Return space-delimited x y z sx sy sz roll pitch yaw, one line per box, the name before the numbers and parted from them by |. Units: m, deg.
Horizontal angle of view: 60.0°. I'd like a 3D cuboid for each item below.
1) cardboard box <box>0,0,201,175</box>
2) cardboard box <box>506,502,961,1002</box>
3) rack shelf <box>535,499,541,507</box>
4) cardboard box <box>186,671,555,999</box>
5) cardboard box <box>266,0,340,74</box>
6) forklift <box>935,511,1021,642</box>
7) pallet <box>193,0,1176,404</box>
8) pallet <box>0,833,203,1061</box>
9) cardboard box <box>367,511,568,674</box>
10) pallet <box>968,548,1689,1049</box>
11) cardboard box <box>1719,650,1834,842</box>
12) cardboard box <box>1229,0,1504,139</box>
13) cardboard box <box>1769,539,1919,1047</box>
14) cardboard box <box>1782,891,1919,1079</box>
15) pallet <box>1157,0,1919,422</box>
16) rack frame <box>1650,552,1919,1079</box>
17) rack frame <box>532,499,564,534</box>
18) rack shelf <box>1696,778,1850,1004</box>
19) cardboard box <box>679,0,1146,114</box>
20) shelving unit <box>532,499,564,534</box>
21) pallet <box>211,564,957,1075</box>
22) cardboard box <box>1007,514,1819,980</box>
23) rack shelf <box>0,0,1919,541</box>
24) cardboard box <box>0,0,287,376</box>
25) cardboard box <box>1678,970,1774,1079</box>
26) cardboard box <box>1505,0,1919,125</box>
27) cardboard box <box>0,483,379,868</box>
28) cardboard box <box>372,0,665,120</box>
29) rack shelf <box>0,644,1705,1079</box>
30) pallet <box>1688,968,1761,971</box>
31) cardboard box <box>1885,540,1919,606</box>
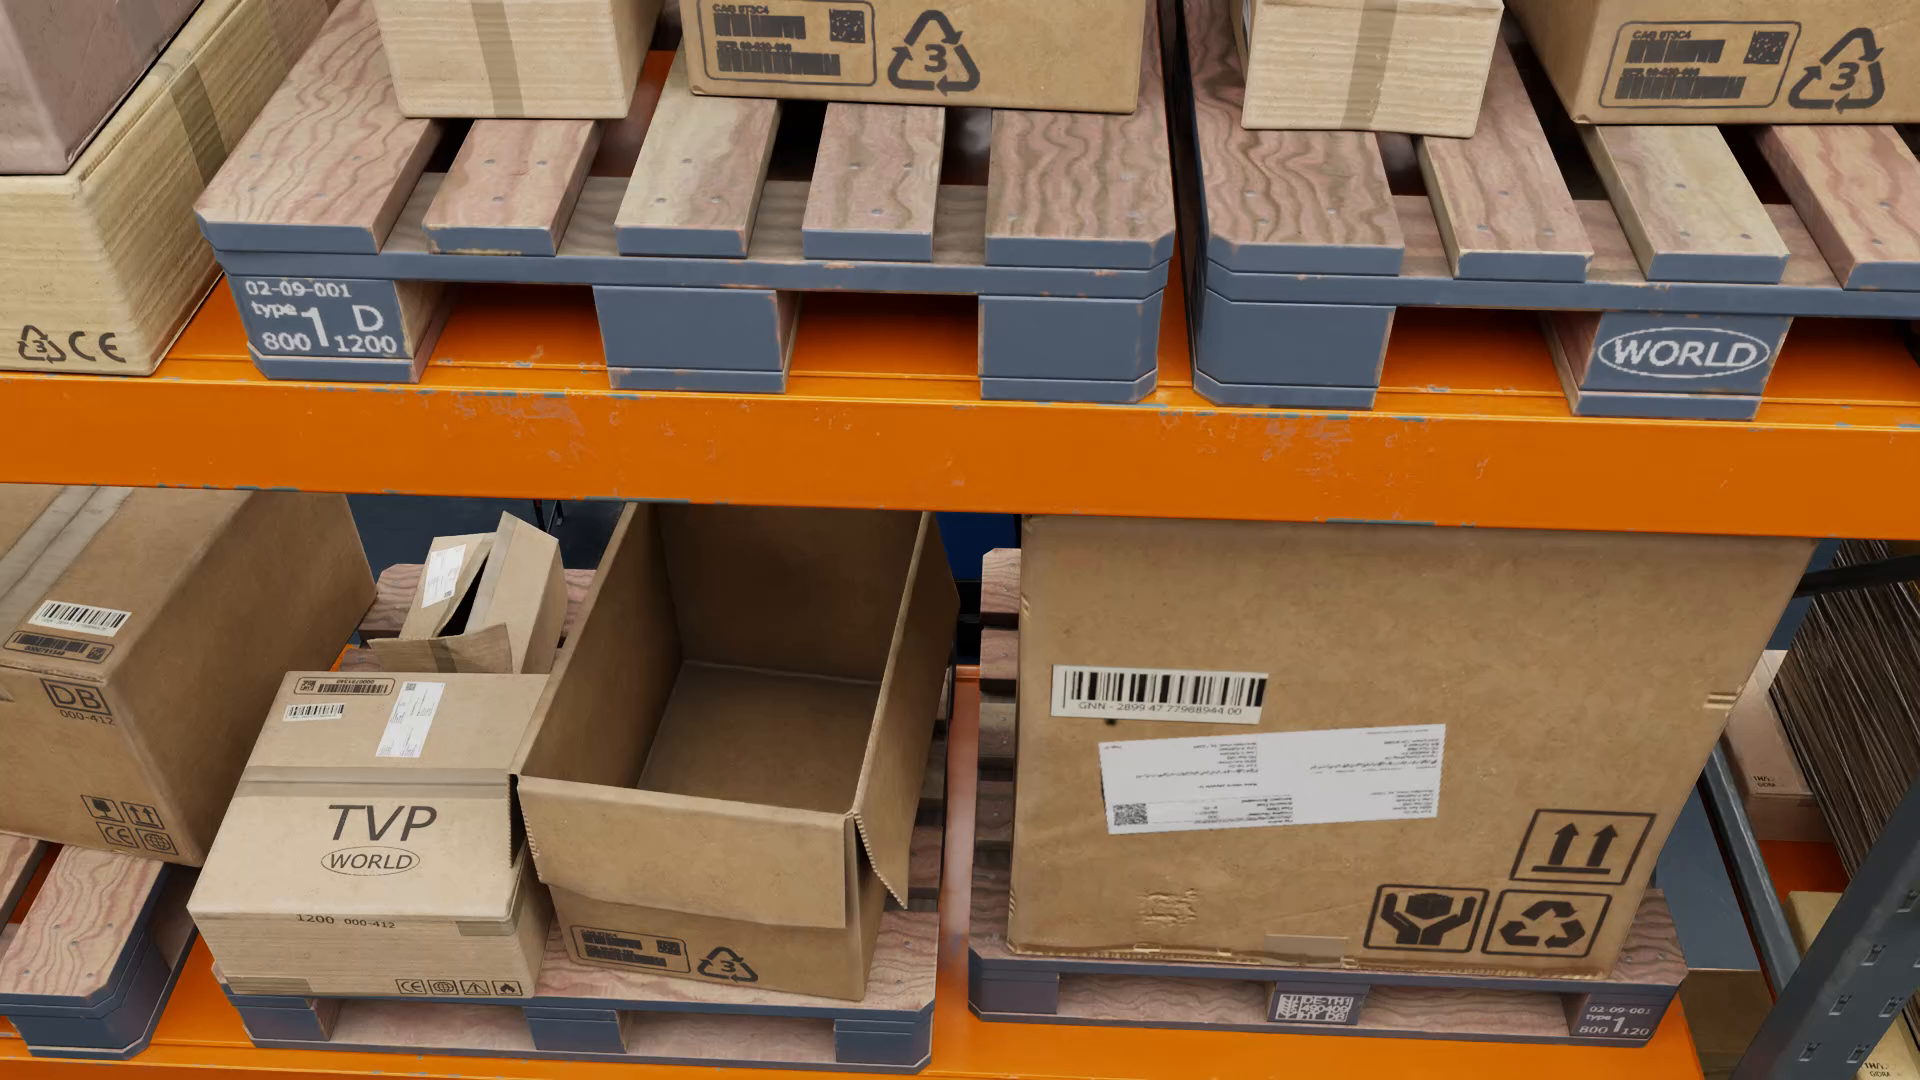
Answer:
cardboard box | -1.138 -0.718 1.679 0.500 0.500 0.500 1 43 1
cardboard box | -0.346 0.322 2.820 0.637 0.503 0.797 6 43 6
rack shelf | -1.155 -0.247 5.525 0.480 0.148 0.258 0 43 0
cardboard box | -0.942 0.490 2.825 0.500 0.250 0.500 1 43 1
cardboard box | -1.122 -0.791 2.307 0.500 0.250 0.500 3 43 3
forklift | 0.625 -1.072 4.750 3.031 2.935 1.130 0 43 0
pallet | -0.258 -0.646 2.180 1.003 0.211 1.213 2 43 2
pallet | -1.889 0.401 3.260 1.003 0.211 1.213 2 43 2
cardboard box | -0.928 0.144 3.185 0.258 0.266 0.396 1 43 1
pallet | 0.633 0.452 3.205 1.213 0.211 1.003 2 43 2
cardboard box | 1.618 0.402 3.302 0.250 0.149 0.380 2 43 2
cardboard box | 0.447 -0.659 1.846 0.258 0.266 0.396 3 43 3
cardboard box | 1.837 0.414 2.813 0.500 0.500 0.875 2 43 2
cardboard box | 1.591 0.807 2.867 0.250 0.149 0.380 2 43 2
pallet | 0.778 -0.616 2.148 1.003 0.211 1.213 2 43 2
rack frame | 1.390 0.504 3.008 0.127 3.000 1.000 2 43 2
rack frame | -1.399 -0.442 5.344 0.015 1.200 0.240 0 43 0
rack shelf | 3.388 0.829 3.188 4.000 0.370 1.077 2 43 2
cardboard box | -0.016 -0.895 1.926 0.637 0.503 0.797 3 43 4
shelving unit | -1.155 -0.441 5.344 0.503 1.200 0.258 0 43 0
pallet | -0.626 0.484 3.170 1.213 0.211 1.003 2 43 2
cardboard box | 0.603 0.011 2.789 1.000 1.000 1.000 2 43 2
rack shelf | -0.608 -0.392 2.297 4.000 0.370 1.077 2 43 2
cardboard box | -1.121 -0.448 1.940 0.500 0.250 0.500 3 43 3
cardboard box | 1.788 1.304 3.675 0.500 0.500 0.500 1 43 1
cardboard box | 0.925 -0.867 1.895 0.637 0.503 0.797 0 43 0
cardboard box | -1.502 0.129 3.029 0.500 0.500 0.700 8 44 8
cardboard box | -0.487 -0.651 1.911 0.250 0.166 0.380 1 43 1
rack shelf | -0.608 0.706 3.319 4.000 0.370 1.077 2 43 2
pallet | 2.063 1.521 3.963 1.213 0.211 1.003 2 43 2
cardboard box | 1.852 -0.181 2.718 0.500 0.500 0.500 2 43 2
